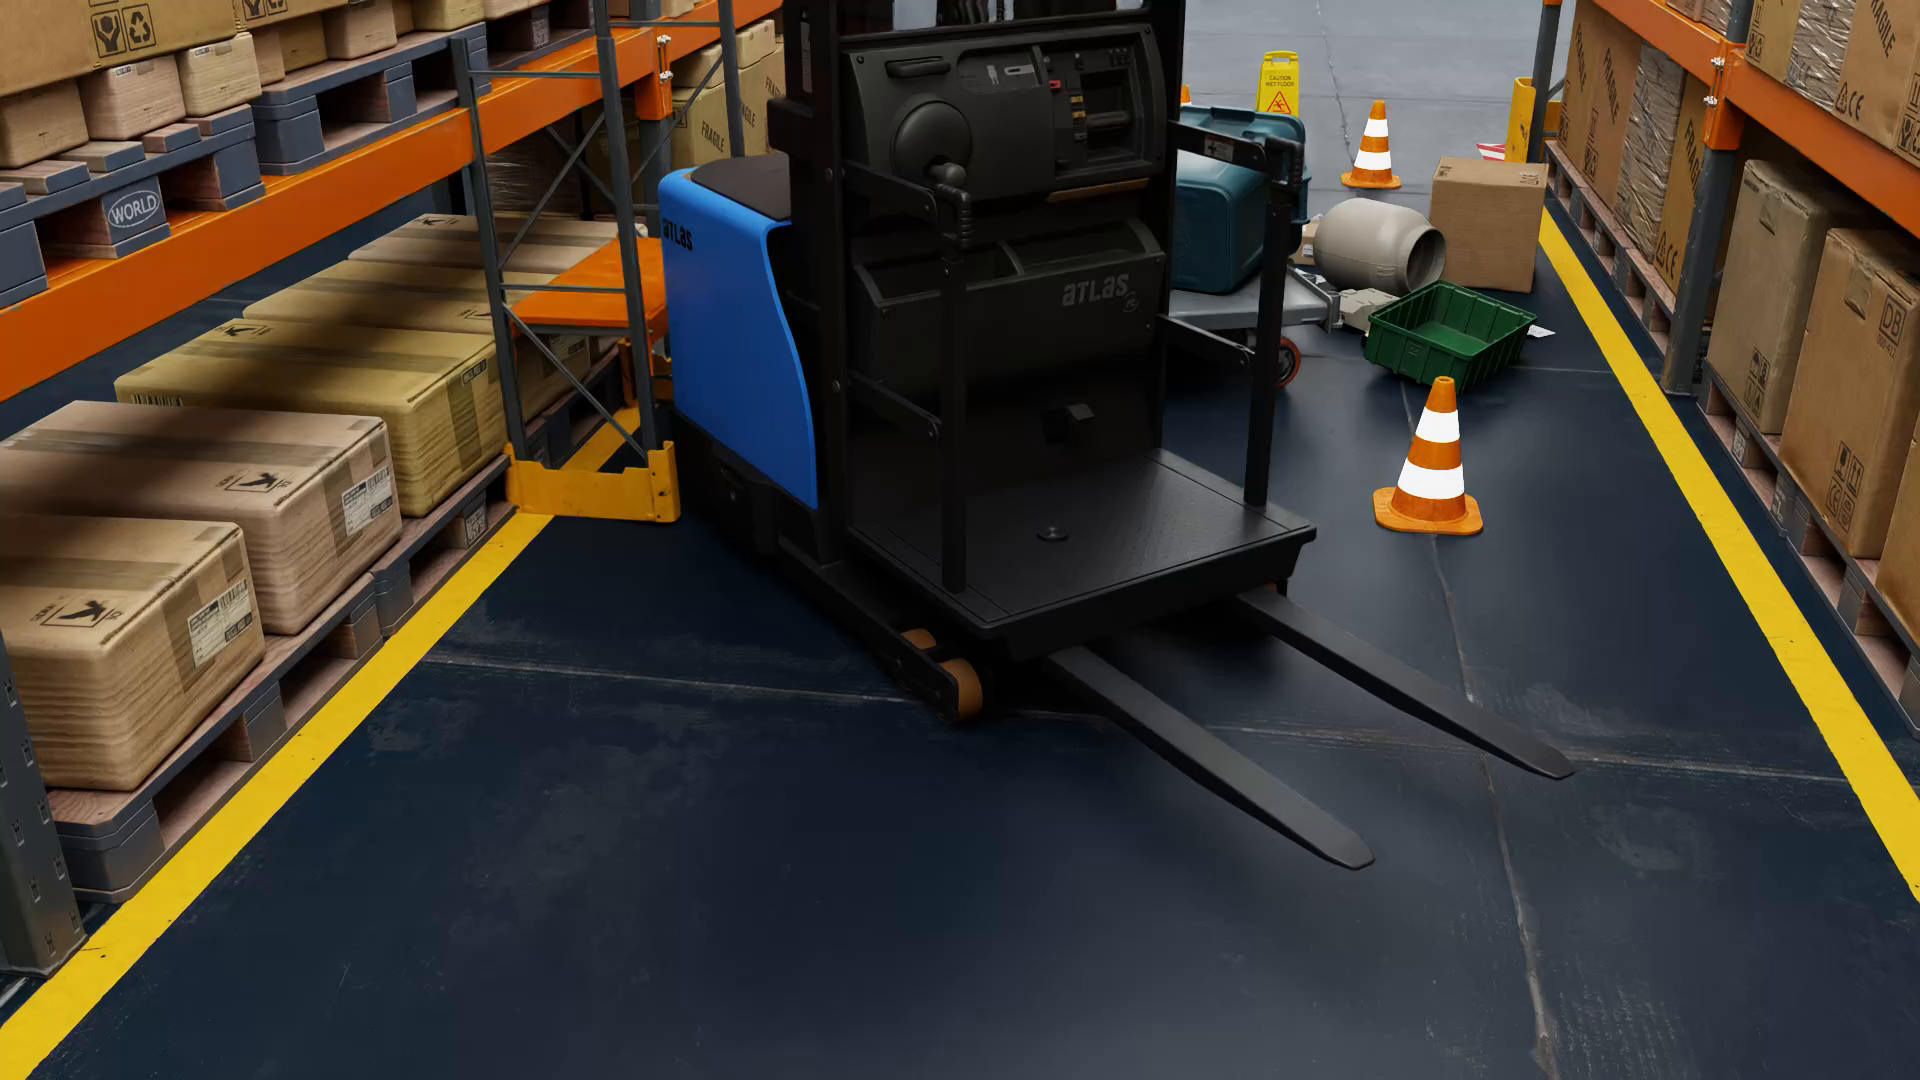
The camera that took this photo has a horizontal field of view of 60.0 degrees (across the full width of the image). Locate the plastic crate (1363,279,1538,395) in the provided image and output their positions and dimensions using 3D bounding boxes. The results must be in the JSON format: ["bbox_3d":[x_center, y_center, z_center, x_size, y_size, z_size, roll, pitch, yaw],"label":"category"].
[{"bbox_3d":[1.971,-0.820,6.713,0.450,0.188,0.662,29,36,30],"label":"plastic crate"}]

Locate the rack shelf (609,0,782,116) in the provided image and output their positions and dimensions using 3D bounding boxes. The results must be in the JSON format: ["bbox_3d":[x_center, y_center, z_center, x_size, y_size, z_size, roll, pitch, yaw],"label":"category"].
[{"bbox_3d":[-1.338,-2.716,8.362,1.077,0.370,4.000,4,25,9],"label":"rack shelf"}]

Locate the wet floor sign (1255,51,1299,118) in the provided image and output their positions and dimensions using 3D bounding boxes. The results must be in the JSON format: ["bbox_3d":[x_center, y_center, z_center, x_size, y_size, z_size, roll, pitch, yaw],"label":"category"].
[{"bbox_3d":[1.940,-2.660,10.172,0.267,0.644,0.232,0,25,-1],"label":"wet floor sign"}]

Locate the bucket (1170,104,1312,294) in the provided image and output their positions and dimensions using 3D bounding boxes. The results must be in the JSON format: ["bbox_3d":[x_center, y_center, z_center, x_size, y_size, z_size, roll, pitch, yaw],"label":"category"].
[{"bbox_3d":[0.983,-1.327,6.615,0.726,0.611,0.620,13,38,26],"label":"bucket"}]

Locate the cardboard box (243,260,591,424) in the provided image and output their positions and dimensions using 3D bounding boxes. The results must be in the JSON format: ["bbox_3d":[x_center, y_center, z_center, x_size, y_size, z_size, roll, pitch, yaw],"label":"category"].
[{"bbox_3d":[-1.862,-0.685,5.779,0.950,0.372,0.625,6,26,12],"label":"cardboard box"}]

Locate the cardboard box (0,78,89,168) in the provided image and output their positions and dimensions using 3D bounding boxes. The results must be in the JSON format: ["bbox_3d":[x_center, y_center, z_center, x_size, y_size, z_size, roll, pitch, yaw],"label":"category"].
[{"bbox_3d":[-2.003,-0.847,3.323,0.380,0.149,0.250,2,25,5],"label":"cardboard box"}]

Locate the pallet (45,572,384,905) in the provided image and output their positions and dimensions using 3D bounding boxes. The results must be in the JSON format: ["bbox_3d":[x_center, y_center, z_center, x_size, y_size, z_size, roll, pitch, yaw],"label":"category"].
[{"bbox_3d":[-2.190,0.404,4.138,1.003,0.211,1.213,4,25,9],"label":"pallet"}]

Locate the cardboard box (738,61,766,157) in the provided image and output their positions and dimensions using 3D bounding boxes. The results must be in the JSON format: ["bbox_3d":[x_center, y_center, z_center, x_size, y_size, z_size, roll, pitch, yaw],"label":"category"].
[{"bbox_3d":[-1.226,-1.942,7.725,0.500,0.500,0.500,5,26,11],"label":"cardboard box"}]

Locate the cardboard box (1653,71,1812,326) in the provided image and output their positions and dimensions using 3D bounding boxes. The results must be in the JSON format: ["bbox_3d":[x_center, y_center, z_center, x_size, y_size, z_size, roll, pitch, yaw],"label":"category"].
[{"bbox_3d":[3.407,-1.390,6.693,0.875,0.875,0.875,4,25,9],"label":"cardboard box"}]

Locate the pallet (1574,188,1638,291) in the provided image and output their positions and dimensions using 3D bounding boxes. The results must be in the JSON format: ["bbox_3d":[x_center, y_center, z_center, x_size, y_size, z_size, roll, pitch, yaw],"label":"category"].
[{"bbox_3d":[3.633,-1.466,8.132,1.003,0.211,1.213,4,25,9],"label":"pallet"}]

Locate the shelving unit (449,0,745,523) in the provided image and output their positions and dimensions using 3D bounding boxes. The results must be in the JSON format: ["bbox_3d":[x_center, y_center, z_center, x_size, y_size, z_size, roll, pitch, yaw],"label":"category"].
[{"bbox_3d":[-1.111,-0.978,5.552,0.587,1.500,1.083,4,26,12],"label":"shelving unit"}]

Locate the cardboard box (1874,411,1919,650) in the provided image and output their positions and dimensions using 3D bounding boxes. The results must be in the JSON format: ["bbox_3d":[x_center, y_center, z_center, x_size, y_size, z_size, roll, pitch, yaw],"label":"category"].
[{"bbox_3d":[2.909,-0.017,3.906,1.050,0.750,0.750,4,25,9],"label":"cardboard box"}]

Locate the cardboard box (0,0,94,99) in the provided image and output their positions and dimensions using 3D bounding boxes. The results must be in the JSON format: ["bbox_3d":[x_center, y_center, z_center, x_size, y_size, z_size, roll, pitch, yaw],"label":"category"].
[{"bbox_3d":[-2.017,-1.074,3.043,0.500,0.500,0.500,3,25,7],"label":"cardboard box"}]

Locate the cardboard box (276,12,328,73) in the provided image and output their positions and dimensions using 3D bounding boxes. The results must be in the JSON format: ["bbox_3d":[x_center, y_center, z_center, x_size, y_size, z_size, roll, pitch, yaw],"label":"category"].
[{"bbox_3d":[-1.877,-1.299,4.289,0.380,0.149,0.250,5,26,11],"label":"cardboard box"}]

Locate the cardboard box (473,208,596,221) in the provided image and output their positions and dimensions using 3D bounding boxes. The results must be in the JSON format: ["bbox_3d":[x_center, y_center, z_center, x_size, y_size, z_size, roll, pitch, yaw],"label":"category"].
[{"bbox_3d":[-1.834,-1.416,7.484,0.500,0.250,0.500,5,26,11],"label":"cardboard box"}]

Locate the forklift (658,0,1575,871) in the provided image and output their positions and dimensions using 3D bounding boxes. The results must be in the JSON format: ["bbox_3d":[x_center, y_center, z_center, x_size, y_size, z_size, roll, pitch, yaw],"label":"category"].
[{"bbox_3d":[0.258,-1.085,4.112,1.130,2.935,3.031,-15,29,-29],"label":"forklift"}]

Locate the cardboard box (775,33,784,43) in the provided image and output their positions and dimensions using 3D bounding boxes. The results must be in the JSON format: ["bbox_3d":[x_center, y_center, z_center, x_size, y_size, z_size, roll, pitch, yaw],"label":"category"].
[{"bbox_3d":[-1.056,-2.380,8.660,0.500,0.500,0.500,3,25,7],"label":"cardboard box"}]

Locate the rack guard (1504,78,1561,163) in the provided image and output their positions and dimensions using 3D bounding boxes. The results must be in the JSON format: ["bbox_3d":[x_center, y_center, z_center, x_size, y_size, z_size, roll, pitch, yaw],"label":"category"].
[{"bbox_3d":[3.893,-2.455,9.905,1.175,0.500,0.348,4,25,9],"label":"rack guard"}]

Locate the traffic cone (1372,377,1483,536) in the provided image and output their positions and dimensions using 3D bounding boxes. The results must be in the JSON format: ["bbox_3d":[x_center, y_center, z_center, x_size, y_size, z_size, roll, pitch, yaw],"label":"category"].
[{"bbox_3d":[1.526,-0.299,5.343,0.336,0.463,0.334,4,25,9],"label":"traffic cone"}]

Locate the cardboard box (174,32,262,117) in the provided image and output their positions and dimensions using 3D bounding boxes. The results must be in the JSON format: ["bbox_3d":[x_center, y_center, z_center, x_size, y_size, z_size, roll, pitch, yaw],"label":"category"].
[{"bbox_3d":[-1.847,-1.072,3.804,0.380,0.149,0.250,4,25,9],"label":"cardboard box"}]

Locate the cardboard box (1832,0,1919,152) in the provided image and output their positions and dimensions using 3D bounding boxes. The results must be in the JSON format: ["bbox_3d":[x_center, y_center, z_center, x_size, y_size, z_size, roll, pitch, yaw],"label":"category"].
[{"bbox_3d":[2.717,-1.328,4.431,0.500,0.500,0.500,4,25,8],"label":"cardboard box"}]

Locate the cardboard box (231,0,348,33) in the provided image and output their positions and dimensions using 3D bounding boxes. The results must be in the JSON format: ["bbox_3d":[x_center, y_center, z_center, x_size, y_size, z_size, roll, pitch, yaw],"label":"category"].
[{"bbox_3d":[-1.858,-1.515,3.985,0.500,0.500,0.500,4,25,9],"label":"cardboard box"}]

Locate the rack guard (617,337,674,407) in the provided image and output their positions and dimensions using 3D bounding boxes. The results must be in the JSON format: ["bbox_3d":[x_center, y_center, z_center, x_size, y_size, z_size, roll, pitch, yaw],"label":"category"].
[{"bbox_3d":[-0.990,-0.621,6.256,0.587,0.250,0.087,4,26,12],"label":"rack guard"}]

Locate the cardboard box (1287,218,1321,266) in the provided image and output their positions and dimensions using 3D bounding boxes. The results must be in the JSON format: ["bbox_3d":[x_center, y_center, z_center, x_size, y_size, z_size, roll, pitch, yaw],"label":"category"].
[{"bbox_3d":[1.699,-1.513,8.168,0.396,0.266,0.258,8,26,18],"label":"cardboard box"}]

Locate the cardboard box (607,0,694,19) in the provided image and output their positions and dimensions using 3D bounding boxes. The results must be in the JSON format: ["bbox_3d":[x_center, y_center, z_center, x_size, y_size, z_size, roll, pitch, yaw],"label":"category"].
[{"bbox_3d":[-1.297,-2.201,6.710,0.380,0.149,0.250,4,25,8],"label":"cardboard box"}]

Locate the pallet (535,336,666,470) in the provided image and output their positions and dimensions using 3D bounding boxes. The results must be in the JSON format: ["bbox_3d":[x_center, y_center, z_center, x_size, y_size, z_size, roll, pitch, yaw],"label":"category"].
[{"bbox_3d":[-1.791,-0.616,6.318,1.003,0.211,1.213,4,25,9],"label":"pallet"}]

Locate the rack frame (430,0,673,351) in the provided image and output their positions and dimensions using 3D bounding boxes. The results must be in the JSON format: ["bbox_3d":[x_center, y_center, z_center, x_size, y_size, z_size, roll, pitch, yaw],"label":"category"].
[{"bbox_3d":[-1.665,-2.205,6.422,1.000,3.000,0.127,4,25,9],"label":"rack frame"}]

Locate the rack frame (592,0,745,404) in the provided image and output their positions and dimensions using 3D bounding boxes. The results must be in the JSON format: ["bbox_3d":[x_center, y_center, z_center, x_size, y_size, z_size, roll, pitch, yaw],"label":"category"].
[{"bbox_3d":[-1.003,-1.195,6.009,0.500,1.500,0.032,4,26,12],"label":"rack frame"}]

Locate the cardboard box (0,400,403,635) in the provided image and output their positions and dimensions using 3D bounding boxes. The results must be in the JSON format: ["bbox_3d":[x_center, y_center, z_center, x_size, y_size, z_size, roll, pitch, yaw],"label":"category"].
[{"bbox_3d":[-2.104,-0.077,4.480,0.950,0.372,0.625,4,25,8],"label":"cardboard box"}]

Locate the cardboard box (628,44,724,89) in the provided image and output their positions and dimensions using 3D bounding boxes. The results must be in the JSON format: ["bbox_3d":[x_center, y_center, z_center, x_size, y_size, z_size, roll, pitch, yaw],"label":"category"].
[{"bbox_3d":[-1.223,-2.059,7.210,0.380,0.149,0.250,4,25,9],"label":"cardboard box"}]

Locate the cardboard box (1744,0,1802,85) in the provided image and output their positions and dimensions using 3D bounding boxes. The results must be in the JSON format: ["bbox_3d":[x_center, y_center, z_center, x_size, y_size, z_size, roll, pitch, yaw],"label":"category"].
[{"bbox_3d":[2.884,-1.748,5.329,0.500,0.500,0.500,4,25,9],"label":"cardboard box"}]

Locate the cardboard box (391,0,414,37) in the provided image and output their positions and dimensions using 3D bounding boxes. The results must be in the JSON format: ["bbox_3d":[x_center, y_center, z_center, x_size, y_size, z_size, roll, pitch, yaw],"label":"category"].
[{"bbox_3d":[-1.802,-1.518,4.756,0.380,0.149,0.250,3,25,7],"label":"cardboard box"}]

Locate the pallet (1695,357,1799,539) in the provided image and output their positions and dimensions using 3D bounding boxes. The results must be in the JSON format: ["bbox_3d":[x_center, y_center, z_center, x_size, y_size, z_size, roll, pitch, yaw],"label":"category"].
[{"bbox_3d":[3.183,-0.313,5.671,1.003,0.211,1.213,4,25,9],"label":"pallet"}]

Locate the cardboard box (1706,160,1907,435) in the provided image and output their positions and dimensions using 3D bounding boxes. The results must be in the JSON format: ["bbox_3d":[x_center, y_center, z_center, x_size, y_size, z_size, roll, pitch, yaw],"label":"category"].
[{"bbox_3d":[3.222,-0.810,5.600,1.050,0.750,0.750,4,25,8],"label":"cardboard box"}]

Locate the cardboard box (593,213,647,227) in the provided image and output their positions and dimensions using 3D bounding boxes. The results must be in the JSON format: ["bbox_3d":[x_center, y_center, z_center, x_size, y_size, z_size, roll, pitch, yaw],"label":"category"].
[{"bbox_3d":[-1.302,-1.378,7.404,0.500,0.250,0.500,3,25,6],"label":"cardboard box"}]

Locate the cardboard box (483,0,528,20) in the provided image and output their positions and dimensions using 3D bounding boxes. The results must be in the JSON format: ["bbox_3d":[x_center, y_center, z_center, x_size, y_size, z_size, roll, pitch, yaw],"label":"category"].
[{"bbox_3d":[-1.582,-1.721,5.189,0.380,0.149,0.250,4,25,9],"label":"cardboard box"}]

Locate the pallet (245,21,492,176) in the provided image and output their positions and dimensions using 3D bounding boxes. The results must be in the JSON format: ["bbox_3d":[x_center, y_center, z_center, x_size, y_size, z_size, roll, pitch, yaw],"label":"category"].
[{"bbox_3d":[-2.036,-1.276,4.664,1.003,0.211,1.213,4,25,9],"label":"pallet"}]

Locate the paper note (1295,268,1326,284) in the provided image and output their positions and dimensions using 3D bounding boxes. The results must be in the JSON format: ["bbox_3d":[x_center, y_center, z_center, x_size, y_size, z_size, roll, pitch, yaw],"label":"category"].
[{"bbox_3d":[1.652,-1.251,7.895,0.172,0.023,0.155,13,28,26],"label":"paper note"}]

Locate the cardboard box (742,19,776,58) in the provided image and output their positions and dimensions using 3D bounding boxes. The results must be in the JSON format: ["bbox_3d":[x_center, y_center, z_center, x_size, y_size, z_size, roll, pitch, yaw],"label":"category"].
[{"bbox_3d":[-1.099,-2.387,7.910,0.380,0.149,0.250,5,26,12],"label":"cardboard box"}]

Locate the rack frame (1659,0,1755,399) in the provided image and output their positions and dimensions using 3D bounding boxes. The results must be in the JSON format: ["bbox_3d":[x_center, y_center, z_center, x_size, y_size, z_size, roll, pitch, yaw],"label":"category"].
[{"bbox_3d":[3.235,-1.904,5.780,1.000,3.000,0.127,4,25,9],"label":"rack frame"}]

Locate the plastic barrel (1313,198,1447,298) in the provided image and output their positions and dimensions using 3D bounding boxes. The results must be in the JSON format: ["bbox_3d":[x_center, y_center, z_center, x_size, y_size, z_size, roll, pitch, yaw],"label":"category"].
[{"bbox_3d":[1.907,-1.318,7.567,0.421,0.421,0.512,-20,32,-36],"label":"plastic barrel"}]

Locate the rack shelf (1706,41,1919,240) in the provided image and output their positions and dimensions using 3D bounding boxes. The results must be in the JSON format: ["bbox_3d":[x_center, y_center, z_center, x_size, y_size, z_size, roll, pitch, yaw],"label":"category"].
[{"bbox_3d":[2.908,-0.742,4.146,1.077,0.370,4.000,4,25,9],"label":"rack shelf"}]

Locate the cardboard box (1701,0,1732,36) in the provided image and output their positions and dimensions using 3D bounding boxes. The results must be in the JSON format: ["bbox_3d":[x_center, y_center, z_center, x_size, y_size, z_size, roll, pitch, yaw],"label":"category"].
[{"bbox_3d":[3.283,-2.127,6.080,0.875,0.550,0.550,4,25,9],"label":"cardboard box"}]

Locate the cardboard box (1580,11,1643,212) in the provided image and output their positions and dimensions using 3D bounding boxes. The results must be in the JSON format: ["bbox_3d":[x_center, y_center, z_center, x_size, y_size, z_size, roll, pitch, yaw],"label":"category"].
[{"bbox_3d":[3.701,-2.149,8.313,0.875,0.875,0.875,4,25,8],"label":"cardboard box"}]

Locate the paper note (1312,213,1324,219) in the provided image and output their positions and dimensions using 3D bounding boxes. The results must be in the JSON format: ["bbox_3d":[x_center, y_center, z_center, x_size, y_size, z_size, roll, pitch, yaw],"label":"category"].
[{"bbox_3d":[1.964,-1.711,8.871,0.144,0.017,0.142,13,28,26],"label":"paper note"}]
